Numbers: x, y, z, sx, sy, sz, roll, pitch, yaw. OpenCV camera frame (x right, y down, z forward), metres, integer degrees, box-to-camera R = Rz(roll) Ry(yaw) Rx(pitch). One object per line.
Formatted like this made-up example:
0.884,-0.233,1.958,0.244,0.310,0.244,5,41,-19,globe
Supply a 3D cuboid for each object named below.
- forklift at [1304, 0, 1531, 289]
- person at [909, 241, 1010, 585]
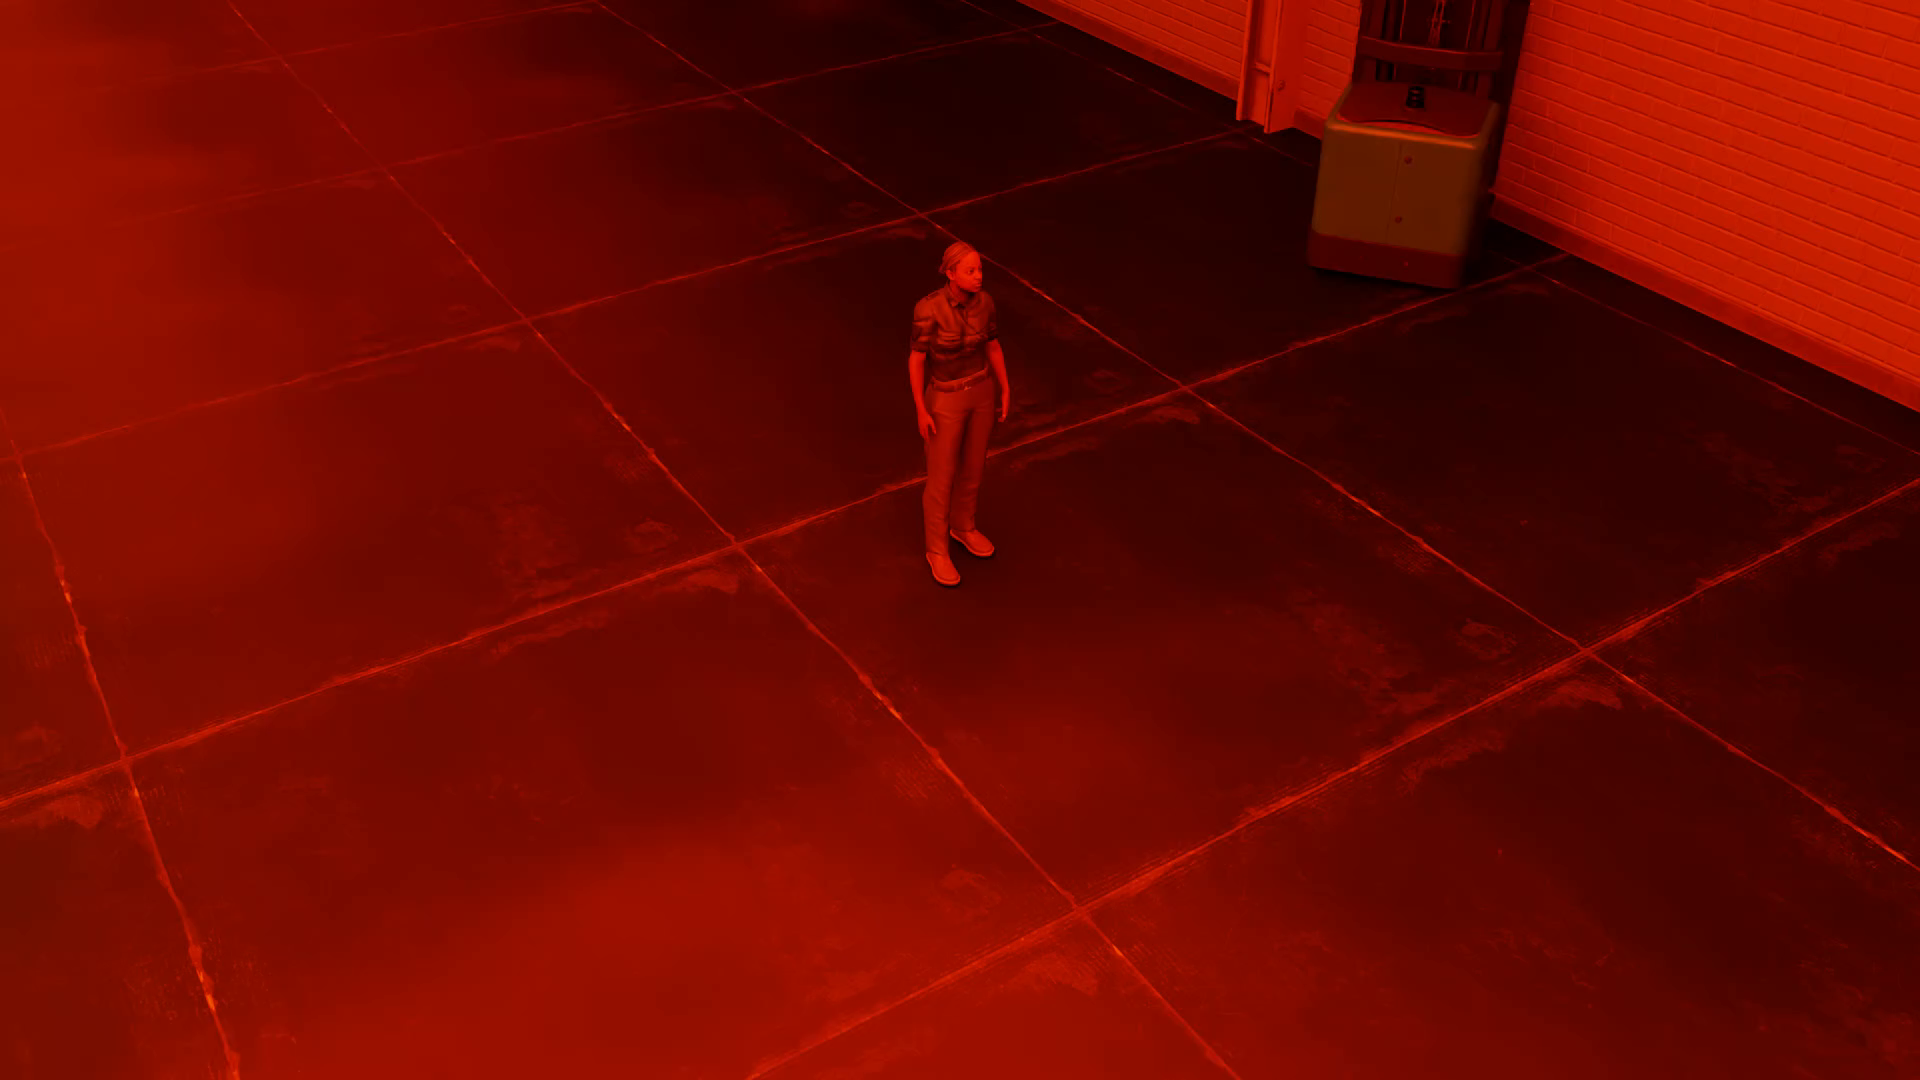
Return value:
3.354,-3.688,11.397,1.130,2.935,3.031,13,37,18,forklift
0.031,-0.634,8.148,0.569,1.654,0.504,-21,40,-27,person
